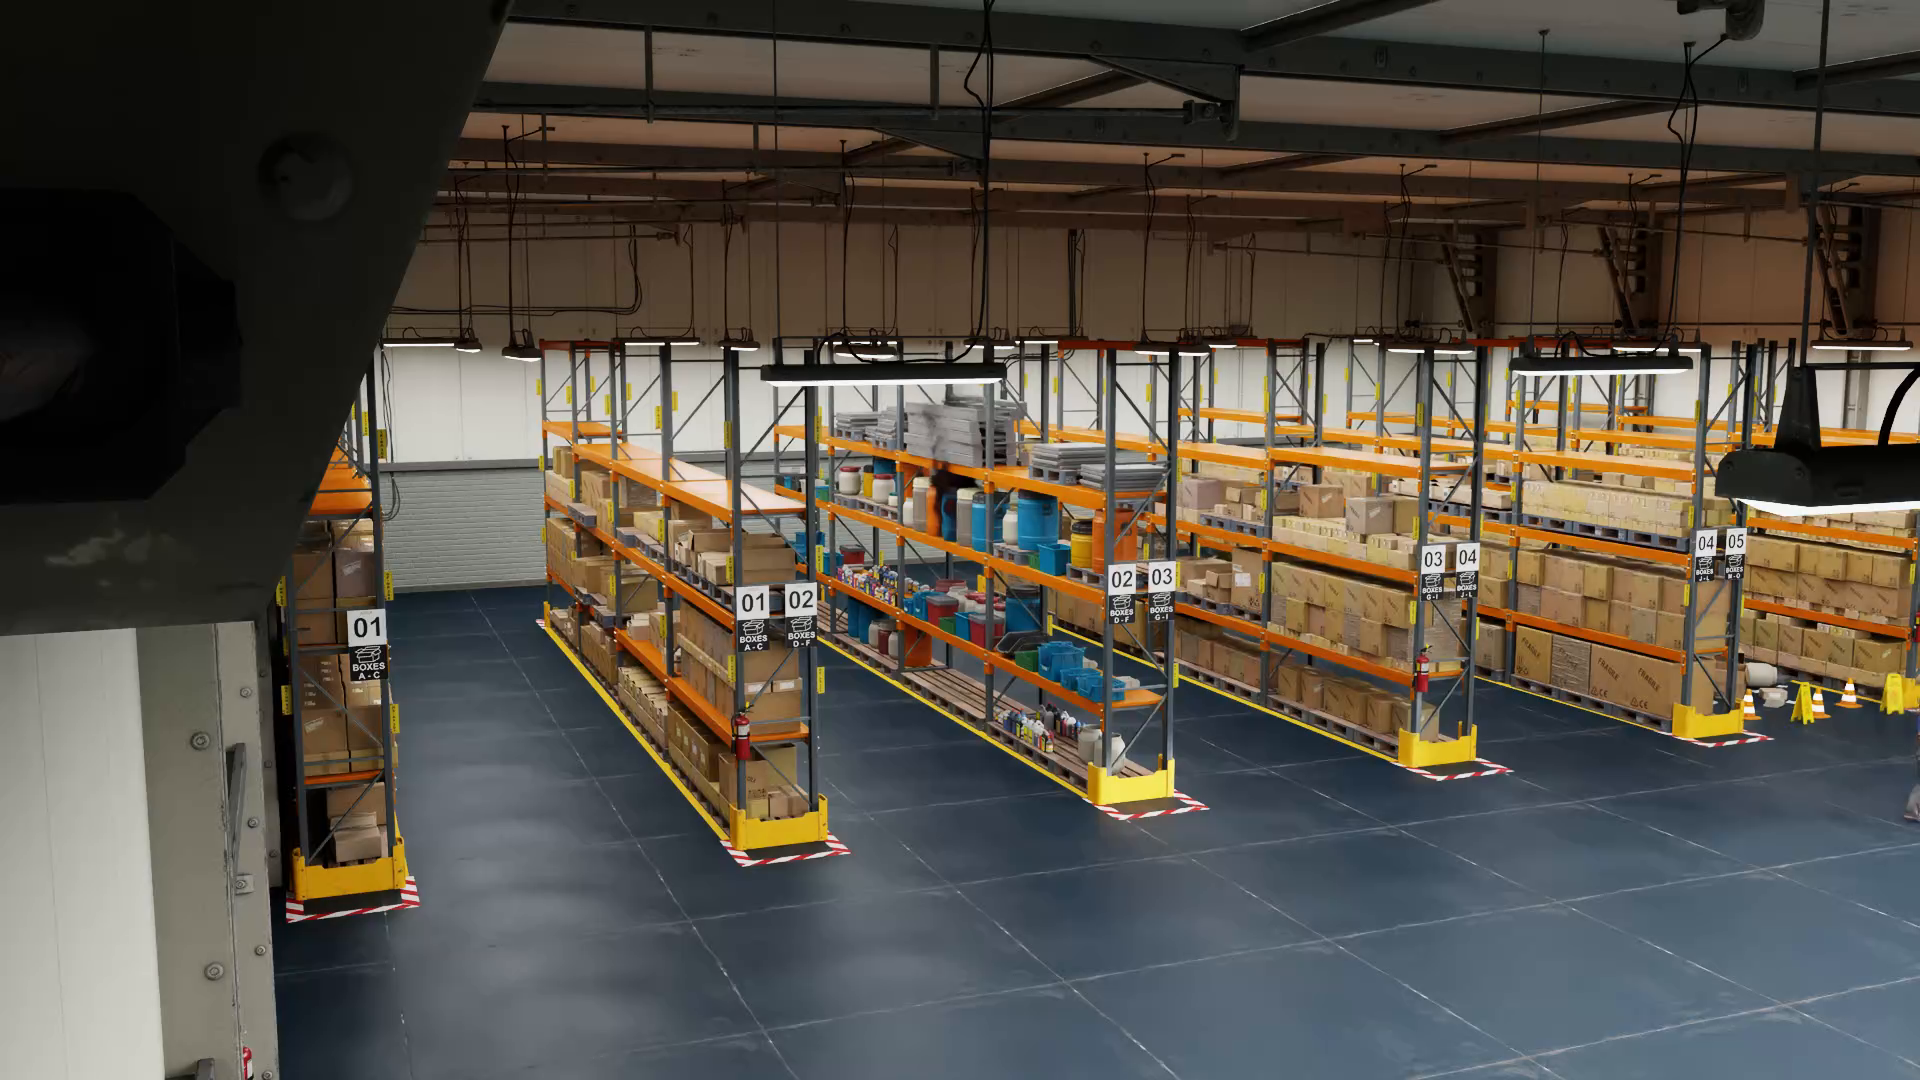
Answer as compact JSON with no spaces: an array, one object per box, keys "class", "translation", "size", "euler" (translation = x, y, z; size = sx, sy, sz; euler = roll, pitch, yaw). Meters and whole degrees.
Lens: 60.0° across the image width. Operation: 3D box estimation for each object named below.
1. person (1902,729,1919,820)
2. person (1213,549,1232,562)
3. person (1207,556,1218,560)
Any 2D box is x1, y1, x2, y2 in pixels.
[{"class":"person","translation":[12.370,2.779,21.099],"size":[0.627,1.638,0.561],"euler":[1,8,10]},{"class":"person","translation":[6.684,0.036,42.379],"size":[0.814,1.648,0.687],"euler":[-3,8,-20]},{"class":"person","translation":[5.089,1.131,33.701],"size":[0.553,1.661,0.467],"euler":[-4,9,-29]}]
